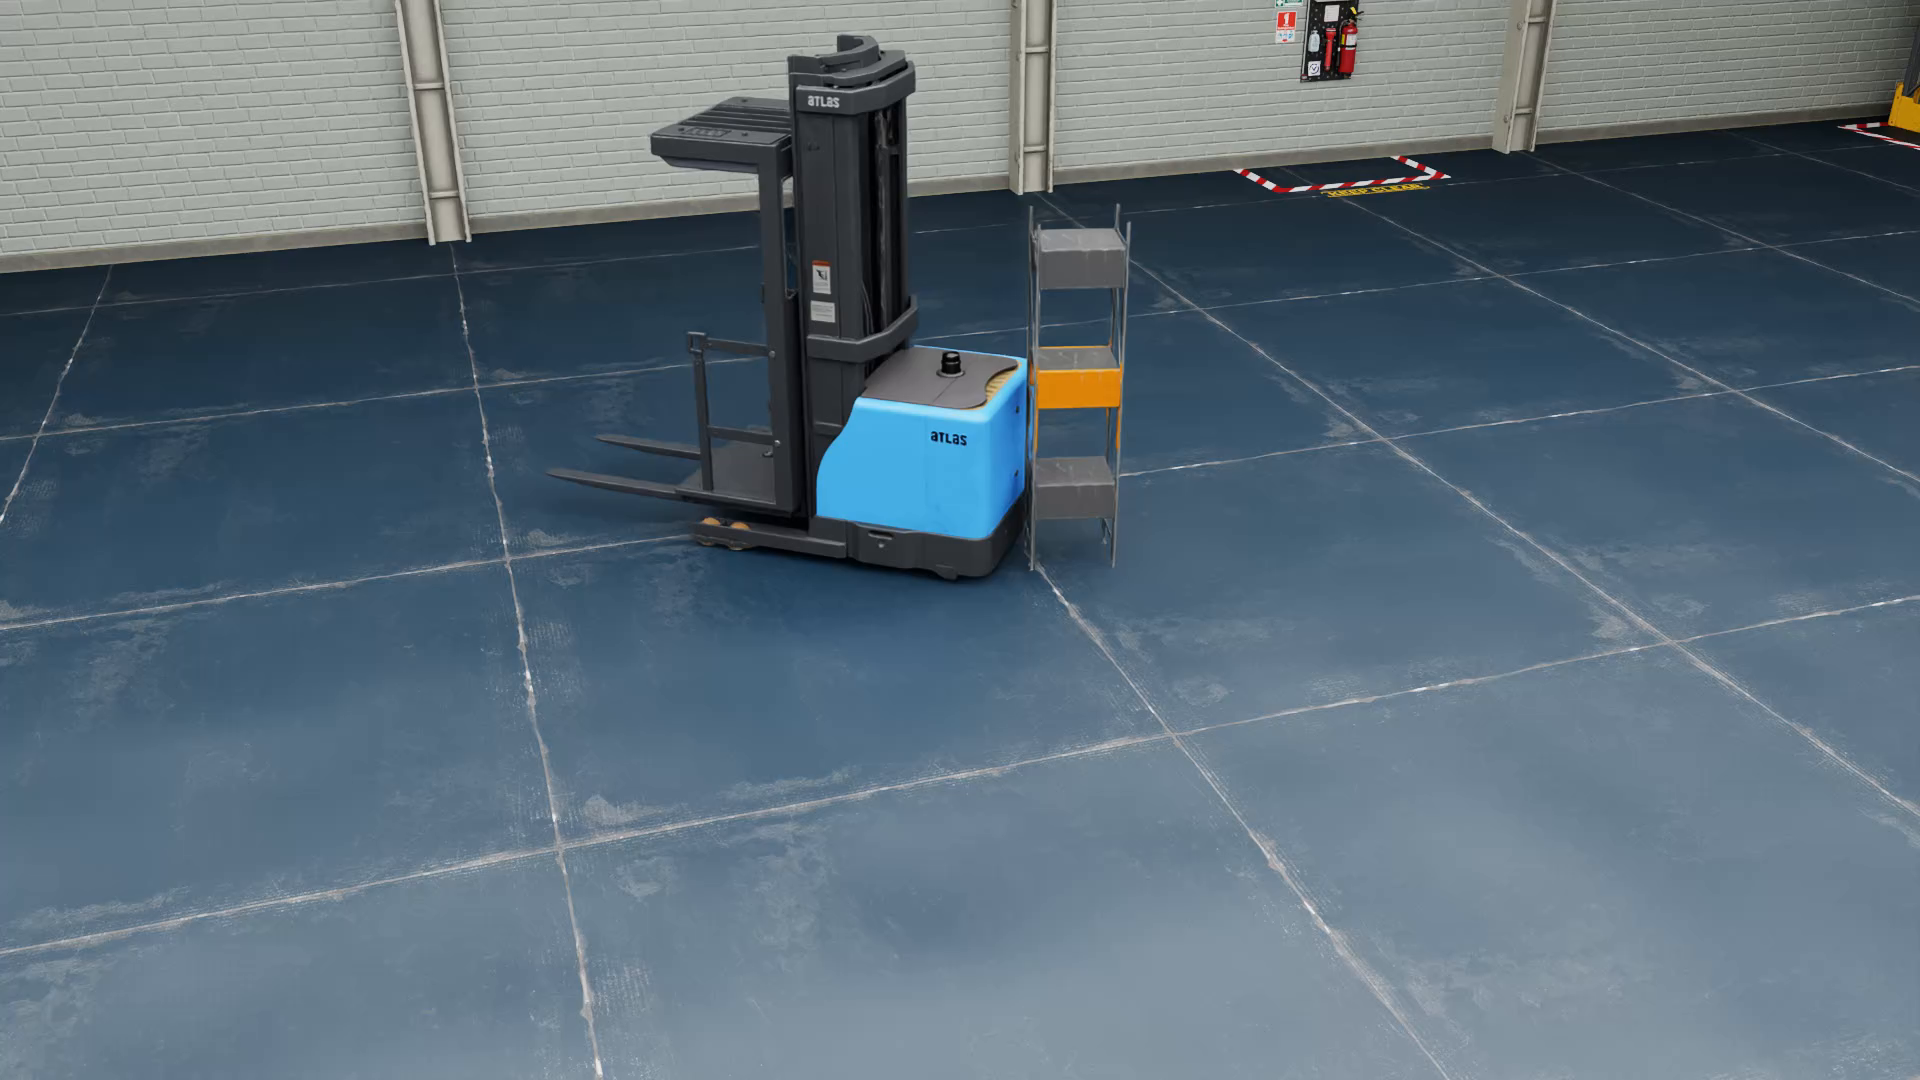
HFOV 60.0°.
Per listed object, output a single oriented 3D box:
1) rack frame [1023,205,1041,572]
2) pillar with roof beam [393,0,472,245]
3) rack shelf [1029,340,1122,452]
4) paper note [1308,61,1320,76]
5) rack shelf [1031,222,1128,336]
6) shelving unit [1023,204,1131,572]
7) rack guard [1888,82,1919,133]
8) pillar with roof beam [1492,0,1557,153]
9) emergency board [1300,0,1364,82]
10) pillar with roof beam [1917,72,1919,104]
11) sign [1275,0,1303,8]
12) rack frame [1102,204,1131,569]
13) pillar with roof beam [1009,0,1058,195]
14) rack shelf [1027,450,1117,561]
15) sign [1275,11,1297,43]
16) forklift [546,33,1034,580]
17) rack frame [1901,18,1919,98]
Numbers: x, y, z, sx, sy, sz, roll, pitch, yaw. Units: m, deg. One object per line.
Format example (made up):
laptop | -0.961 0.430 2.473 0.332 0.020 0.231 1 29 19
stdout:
rack frame | 0.412 -0.841 9.582 0.015 2.100 0.400 -2 26 -4
pillar with roof beam | -3.615 -5.131 10.465 0.400 9.000 9.100 -8 28 -16
rack shelf | 0.656 -0.836 9.604 0.480 0.518 0.431 -2 26 -4
paper note | 3.910 -5.202 18.346 0.142 0.148 0.016 -8 28 -16
rack shelf | 0.656 -1.463 9.293 0.480 0.518 0.431 -2 26 -4
shelving unit | 0.656 -0.849 9.598 0.503 2.100 0.431 -2 26 -4
rack guard | 11.841 -5.171 20.104 0.348 0.500 1.175 -8 28 -16
pillar with roof beam | 7.795 -6.783 13.793 0.400 9.000 9.100 -8 28 -16
emergency board | 4.100 -5.592 18.141 0.643 1.169 0.194 -8 28 -16
pillar with roof beam | 13.500 -7.609 15.457 0.400 9.000 9.100 -8 28 -16
sign | 3.550 -5.810 17.943 0.331 0.109 0.001 -8 28 -16
rack frame | 0.899 -0.857 9.615 0.015 2.100 0.400 -2 26 -4
pillar with roof beam | 2.090 -5.957 12.129 0.400 9.000 9.100 -8 28 -16
rack shelf | 0.656 -0.209 9.916 0.480 0.518 0.431 -2 26 -4
sign | 3.542 -5.575 18.067 0.234 0.329 0.001 -8 28 -16
forklift | -1.107 -1.461 9.896 3.031 2.935 1.130 9 28 17
rack frame | 11.769 -6.280 19.527 0.127 3.000 1.000 -8 28 -16
